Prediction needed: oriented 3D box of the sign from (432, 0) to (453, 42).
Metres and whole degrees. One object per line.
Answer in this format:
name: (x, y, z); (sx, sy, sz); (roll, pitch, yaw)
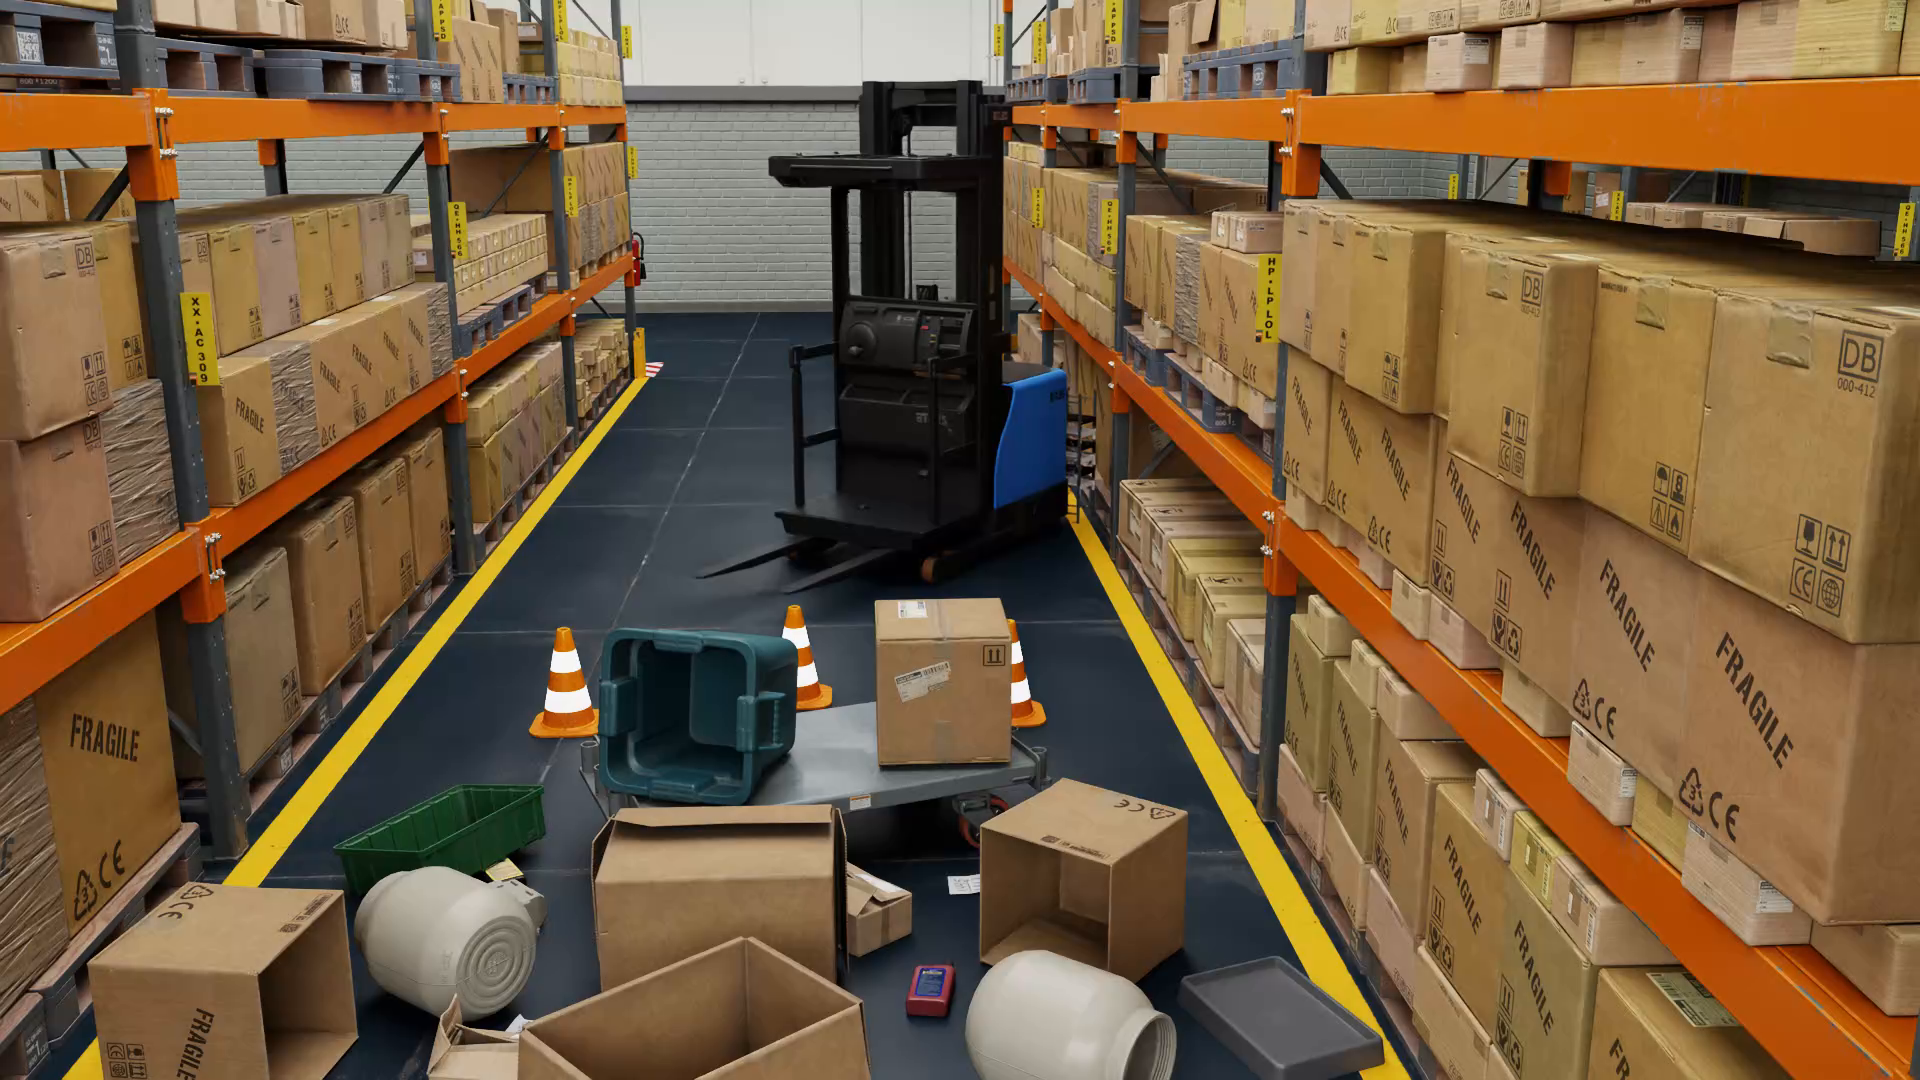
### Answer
sign: (-2.925, -2.983, 9.385); (0.100, 0.325, 0.005); (-1, 14, -3)

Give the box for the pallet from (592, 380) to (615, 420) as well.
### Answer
pallet: (-3.883, -1.350, 15.850); (1.003, 0.211, 1.213); (-1, 14, -3)

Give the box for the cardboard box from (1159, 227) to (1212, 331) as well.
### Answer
cardboard box: (1.331, -1.356, 8.635); (0.500, 0.500, 0.500); (-1, 14, -2)

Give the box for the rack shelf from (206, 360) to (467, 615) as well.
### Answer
rack shelf: (-3.356, -0.389, 7.964); (1.077, 0.370, 4.000); (-1, 14, -3)

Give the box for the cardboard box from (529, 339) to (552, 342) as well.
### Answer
cardboard box: (-4.069, -1.812, 15.734); (0.380, 0.149, 0.250); (-1, 14, -3)

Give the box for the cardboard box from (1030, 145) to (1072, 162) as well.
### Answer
cardboard box: (0.854, -3.569, 15.368); (0.380, 0.149, 0.250); (-1, 14, -5)

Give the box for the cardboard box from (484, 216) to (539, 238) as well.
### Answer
cardboard box: (-3.490, -2.436, 12.942); (0.380, 0.149, 0.250); (-1, 14, -5)

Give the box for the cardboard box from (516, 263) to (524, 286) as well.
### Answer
cardboard box: (-3.437, -1.958, 12.278); (0.380, 0.149, 0.250); (-2, 15, -6)

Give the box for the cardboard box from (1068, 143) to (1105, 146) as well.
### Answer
cardboard box: (1.241, -3.832, 16.391); (0.380, 0.149, 0.250); (-1, 14, -4)

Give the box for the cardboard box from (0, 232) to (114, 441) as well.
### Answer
cardboard box: (-3.093, -0.609, 4.904); (0.875, 0.550, 0.550); (-1, 14, -3)

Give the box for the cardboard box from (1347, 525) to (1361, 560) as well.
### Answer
cardboard box: (1.516, -0.009, 5.547); (0.380, 0.149, 0.250); (-1, 14, -4)

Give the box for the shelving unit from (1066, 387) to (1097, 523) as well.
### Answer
shelving unit: (0.780, -0.588, 11.507); (0.258, 0.900, 0.210); (10, 17, 33)

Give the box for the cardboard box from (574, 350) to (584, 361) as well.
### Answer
cardboard box: (-3.603, -1.626, 15.010); (0.380, 0.149, 0.250); (-1, 14, -5)

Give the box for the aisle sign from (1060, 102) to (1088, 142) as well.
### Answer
aisle sign: (1.264, -4.608, 17.699); (0.394, 0.787, 0.004); (-1, 14, -3)

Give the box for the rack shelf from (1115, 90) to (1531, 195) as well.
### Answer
rack shelf: (1.579, -1.944, 7.985); (1.077, 0.370, 4.000); (-1, 14, -3)

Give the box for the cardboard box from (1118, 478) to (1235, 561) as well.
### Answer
cardboard box: (1.480, -0.127, 9.930); (0.950, 0.372, 0.625); (-2, 15, -7)

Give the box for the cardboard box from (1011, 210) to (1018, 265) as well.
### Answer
cardboard box: (0.775, -2.999, 16.461); (0.500, 0.500, 0.500); (-1, 14, -4)

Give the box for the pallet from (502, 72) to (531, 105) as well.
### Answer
pallet: (-3.728, -3.179, 11.718); (1.213, 0.211, 1.003); (-1, 14, -3)

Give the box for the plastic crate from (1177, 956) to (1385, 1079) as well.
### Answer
plastic crate: (0.981, 1.475, 5.133); (0.402, 0.080, 0.583); (-6, 16, -23)

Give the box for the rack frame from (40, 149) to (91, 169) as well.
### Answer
rack frame: (-8.932, -3.173, 17.340); (1.000, 3.000, 0.127); (-1, 14, -3)

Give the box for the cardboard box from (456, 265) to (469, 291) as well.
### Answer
cardboard box: (-3.328, -1.652, 10.490); (0.380, 0.149, 0.250); (0, 14, -1)

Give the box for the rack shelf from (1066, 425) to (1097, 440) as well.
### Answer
rack shelf: (0.780, -0.731, 11.471); (0.258, 0.077, 0.200); (10, 17, 33)

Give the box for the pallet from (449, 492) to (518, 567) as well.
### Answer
pallet: (-3.526, -0.079, 10.910); (1.003, 0.211, 1.213); (-1, 14, -3)

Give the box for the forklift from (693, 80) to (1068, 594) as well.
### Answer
forklift: (-0.445, -1.283, 10.131); (1.130, 2.935, 3.031); (8, 17, 30)

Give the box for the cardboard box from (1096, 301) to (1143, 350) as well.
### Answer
cardboard box: (1.164, -1.386, 10.694); (0.500, 0.250, 0.500); (-1, 14, -5)

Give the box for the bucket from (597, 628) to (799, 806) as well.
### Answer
bucket: (-0.922, 0.607, 6.166); (0.726, 0.611, 0.620); (4, 5, 16)

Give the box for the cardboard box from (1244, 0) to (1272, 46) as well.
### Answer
cardboard box: (1.496, -2.194, 6.973); (0.500, 0.250, 0.500); (-1, 14, -3)

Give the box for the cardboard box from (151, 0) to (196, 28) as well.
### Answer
cardboard box: (-3.020, -2.034, 6.117); (0.258, 0.266, 0.396); (-1, 14, -4)

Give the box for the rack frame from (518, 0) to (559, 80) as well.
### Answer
rack frame: (-3.727, -5.135, 12.926); (1.000, 3.000, 0.127); (-1, 14, -3)

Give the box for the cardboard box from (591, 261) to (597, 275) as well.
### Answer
cardboard box: (-3.548, -2.511, 15.268); (0.380, 0.149, 0.250); (0, 14, -1)

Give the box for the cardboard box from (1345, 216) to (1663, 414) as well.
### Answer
cardboard box: (1.527, -0.653, 4.741); (0.700, 0.500, 0.500); (-1, 14, -5)

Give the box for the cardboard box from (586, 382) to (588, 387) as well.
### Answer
cardboard box: (-3.578, -1.338, 15.084); (0.380, 0.149, 0.250); (-1, 14, -5)

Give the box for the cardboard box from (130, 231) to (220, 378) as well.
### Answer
cardboard box: (-3.268, -0.896, 6.283); (0.700, 0.500, 0.500); (-1, 14, -4)

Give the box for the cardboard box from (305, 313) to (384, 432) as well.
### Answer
cardboard box: (-3.087, -0.800, 7.915); (0.500, 0.500, 0.500); (-1, 14, -3)

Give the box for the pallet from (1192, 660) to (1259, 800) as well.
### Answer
pallet: (1.653, 0.815, 7.435); (1.003, 0.211, 1.213); (-1, 14, -3)

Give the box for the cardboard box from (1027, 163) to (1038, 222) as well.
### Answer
cardboard box: (0.879, -3.104, 14.862); (0.500, 0.500, 0.500); (-1, 14, -4)

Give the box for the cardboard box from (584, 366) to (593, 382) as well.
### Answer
cardboard box: (-3.594, -1.549, 15.310); (0.380, 0.149, 0.250); (0, 14, -1)

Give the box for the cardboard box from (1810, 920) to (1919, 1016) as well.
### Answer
cardboard box: (1.714, 0.685, 2.849); (0.380, 0.149, 0.250); (0, 14, -2)

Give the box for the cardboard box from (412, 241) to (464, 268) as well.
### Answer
cardboard box: (-3.334, -1.790, 10.430); (0.380, 0.149, 0.250); (-1, 14, -5)

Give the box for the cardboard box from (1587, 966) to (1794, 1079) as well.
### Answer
cardboard box: (1.641, 1.223, 3.425); (0.500, 0.500, 0.500); (-1, 14, -3)

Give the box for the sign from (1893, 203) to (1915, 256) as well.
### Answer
sign: (5.868, -1.926, 10.327); (0.100, 0.325, 0.005); (-1, 14, -3)

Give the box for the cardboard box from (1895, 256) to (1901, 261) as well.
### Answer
cardboard box: (6.533, -1.796, 10.945); (0.500, 0.500, 0.500); (0, 14, -1)

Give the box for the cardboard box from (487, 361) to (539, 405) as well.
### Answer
cardboard box: (-3.363, -1.145, 12.127); (0.500, 0.250, 0.500); (-2, 15, -6)

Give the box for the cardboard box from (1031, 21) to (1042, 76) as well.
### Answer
cardboard box: (0.934, -4.576, 15.526); (0.500, 0.500, 0.500); (-1, 14, -2)

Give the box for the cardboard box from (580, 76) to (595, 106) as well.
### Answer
cardboard box: (-3.545, -3.983, 14.770); (0.500, 0.250, 0.500); (0, 14, -1)

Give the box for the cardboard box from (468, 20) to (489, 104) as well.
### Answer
cardboard box: (-3.287, -3.007, 10.472); (0.500, 0.500, 0.500); (-1, 14, -3)

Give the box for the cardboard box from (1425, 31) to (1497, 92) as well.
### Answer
cardboard box: (1.469, -1.270, 4.426); (0.380, 0.149, 0.250); (-1, 14, -5)

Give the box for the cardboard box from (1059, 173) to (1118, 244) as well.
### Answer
cardboard box: (1.035, -2.499, 12.514); (0.500, 0.500, 0.500); (-1, 14, -5)

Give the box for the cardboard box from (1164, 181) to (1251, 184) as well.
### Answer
cardboard box: (1.628, -2.119, 11.035); (0.500, 0.500, 0.500); (-1, 14, -3)

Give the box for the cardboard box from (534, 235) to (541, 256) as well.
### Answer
cardboard box: (-3.488, -2.294, 12.988); (0.380, 0.149, 0.250); (-1, 14, -3)

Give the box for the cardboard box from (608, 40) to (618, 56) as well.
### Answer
cardboard box: (-3.661, -4.962, 16.769); (0.380, 0.149, 0.250); (-1, 14, -4)

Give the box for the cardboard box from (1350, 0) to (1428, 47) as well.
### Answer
cardboard box: (1.498, -1.624, 5.004); (0.500, 0.250, 0.500); (-1, 14, -4)

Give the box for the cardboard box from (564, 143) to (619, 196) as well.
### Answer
cardboard box: (-3.667, -3.665, 16.449); (0.500, 0.500, 0.500); (-1, 14, -5)

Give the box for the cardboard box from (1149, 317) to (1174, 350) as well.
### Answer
cardboard box: (1.241, -1.126, 9.046); (0.380, 0.149, 0.250); (-1, 14, -3)

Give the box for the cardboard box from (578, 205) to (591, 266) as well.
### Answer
cardboard box: (-3.544, -2.672, 14.596); (0.500, 0.500, 0.500); (-1, 14, -3)

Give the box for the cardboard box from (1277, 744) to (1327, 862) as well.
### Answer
cardboard box: (1.470, 0.937, 6.039); (0.500, 0.250, 0.500); (-2, 15, -6)
